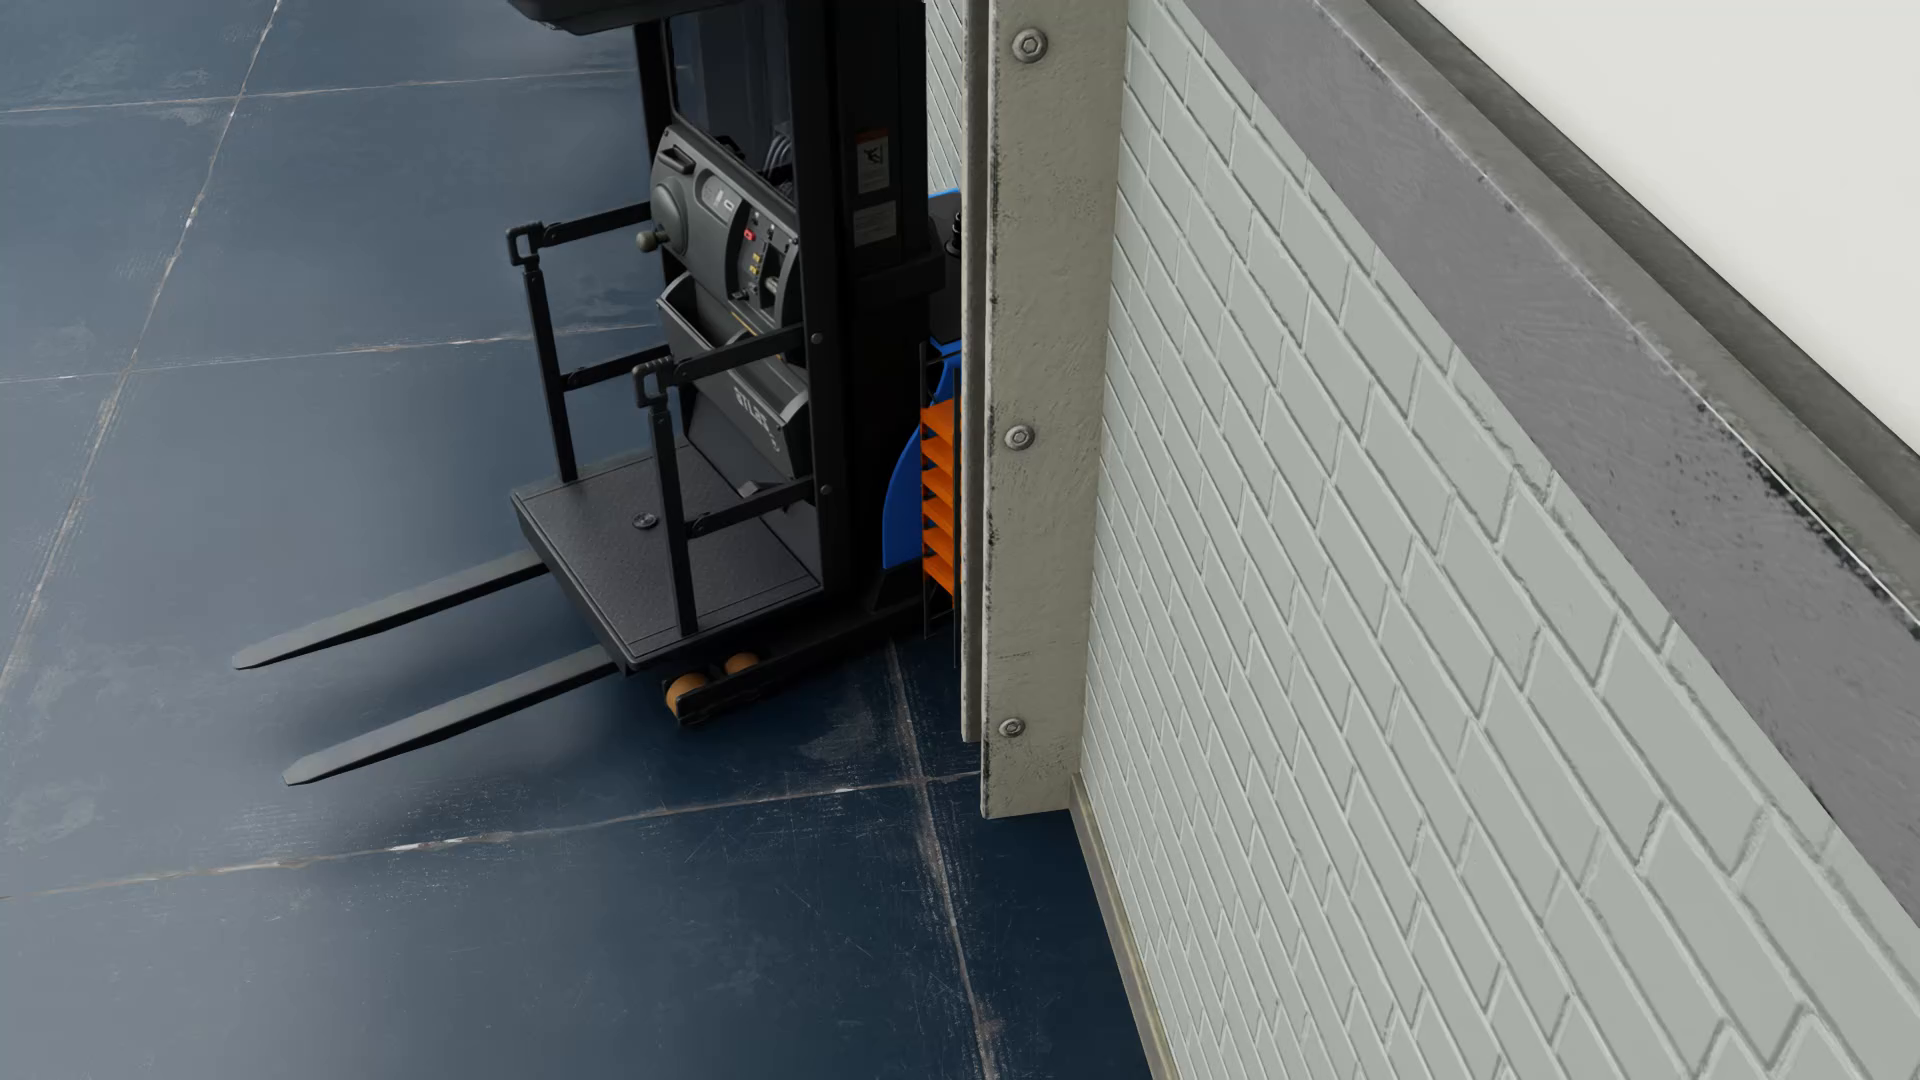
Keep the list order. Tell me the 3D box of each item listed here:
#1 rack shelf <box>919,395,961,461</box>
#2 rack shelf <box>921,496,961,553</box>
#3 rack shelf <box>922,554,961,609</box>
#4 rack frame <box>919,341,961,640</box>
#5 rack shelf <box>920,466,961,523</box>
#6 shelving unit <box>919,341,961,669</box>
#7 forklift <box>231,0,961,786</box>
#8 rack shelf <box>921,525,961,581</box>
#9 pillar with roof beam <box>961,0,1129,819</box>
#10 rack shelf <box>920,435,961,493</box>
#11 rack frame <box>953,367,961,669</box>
[{"bbox_3d":[0.028,-0.372,5.236,0.258,0.103,0.180,-23,43,-27],"label":"rack shelf"},{"bbox_3d":[0.028,-0.088,5.457,0.258,0.103,0.180,-23,43,-27],"label":"rack shelf"},{"bbox_3d":[0.028,0.102,5.604,0.258,0.103,0.180,-23,43,-27],"label":"rack shelf"},{"bbox_3d":[-0.023,-0.169,5.490,0.240,1.200,0.006,-23,43,-27],"label":"rack frame"},{"bbox_3d":[0.028,-0.182,5.384,0.258,0.103,0.180,-23,43,-27],"label":"rack shelf"},{"bbox_3d":[0.028,-0.123,5.430,0.258,1.200,0.189,-23,43,-27],"label":"shelving unit"},{"bbox_3d":[-0.909,-0.925,5.051,3.031,2.935,1.130,-21,43,-25],"label":"forklift"},{"bbox_3d":[0.028,0.007,5.531,0.258,0.103,0.180,-23,43,-27],"label":"rack shelf"},{"bbox_3d":[-4.049,-2.364,1.957,9.100,9.000,0.400,-6,38,-8],"label":"pillar with roof beam"},{"bbox_3d":[0.028,-0.277,5.310,0.258,0.103,0.180,-23,43,-27],"label":"rack shelf"},{"bbox_3d":[0.080,-0.076,5.370,0.240,1.200,0.006,-23,43,-27],"label":"rack frame"}]
